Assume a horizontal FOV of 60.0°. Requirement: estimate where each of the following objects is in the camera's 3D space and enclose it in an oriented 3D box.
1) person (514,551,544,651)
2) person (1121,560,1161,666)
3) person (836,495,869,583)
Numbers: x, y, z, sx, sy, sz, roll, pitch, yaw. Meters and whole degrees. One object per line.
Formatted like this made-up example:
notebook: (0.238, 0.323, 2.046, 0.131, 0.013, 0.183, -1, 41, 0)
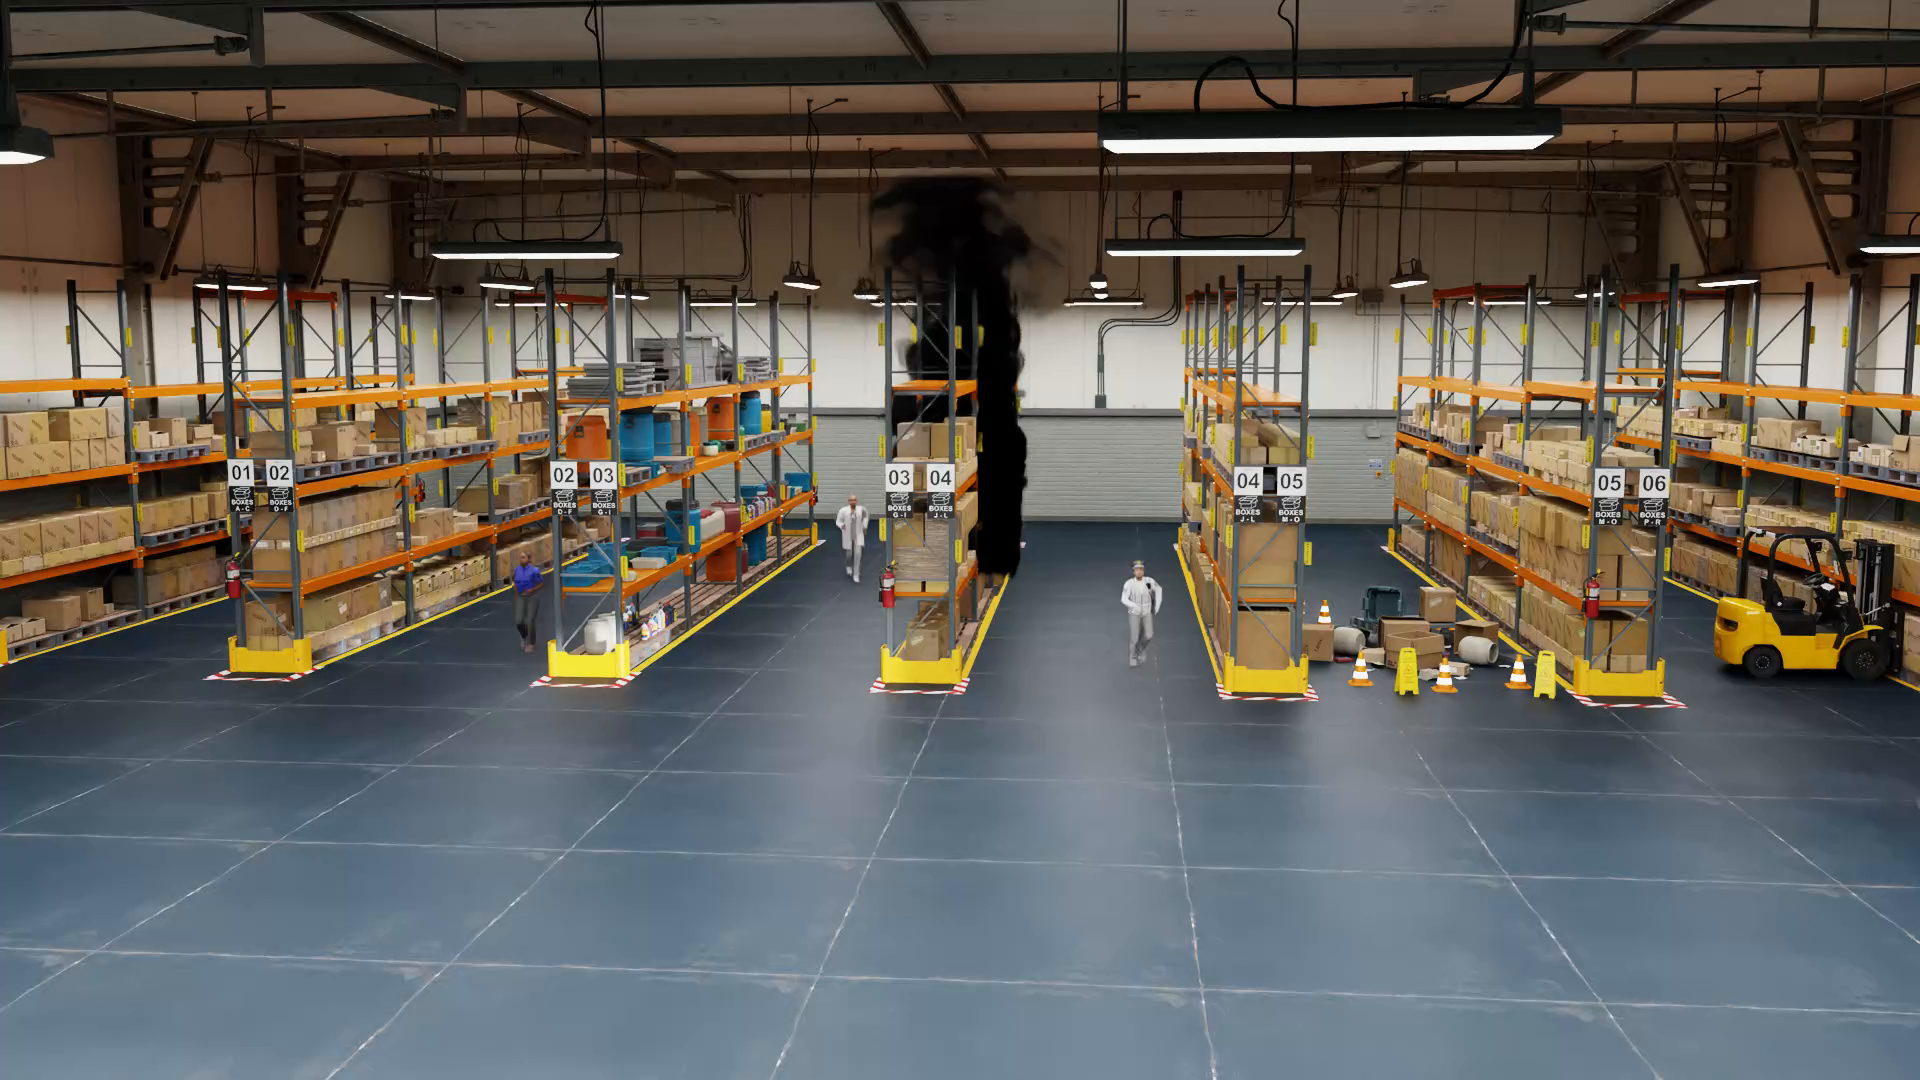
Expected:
person: (-6.918, 0.989, 26.516, 0.561, 1.610, 0.558, 1, 7, 9)
person: (2.737, 1.115, 25.033, 0.634, 1.651, 0.729, 0, 7, -1)
person: (-2.222, -0.061, 34.494, 0.691, 1.783, 1.012, -1, 7, -7)
